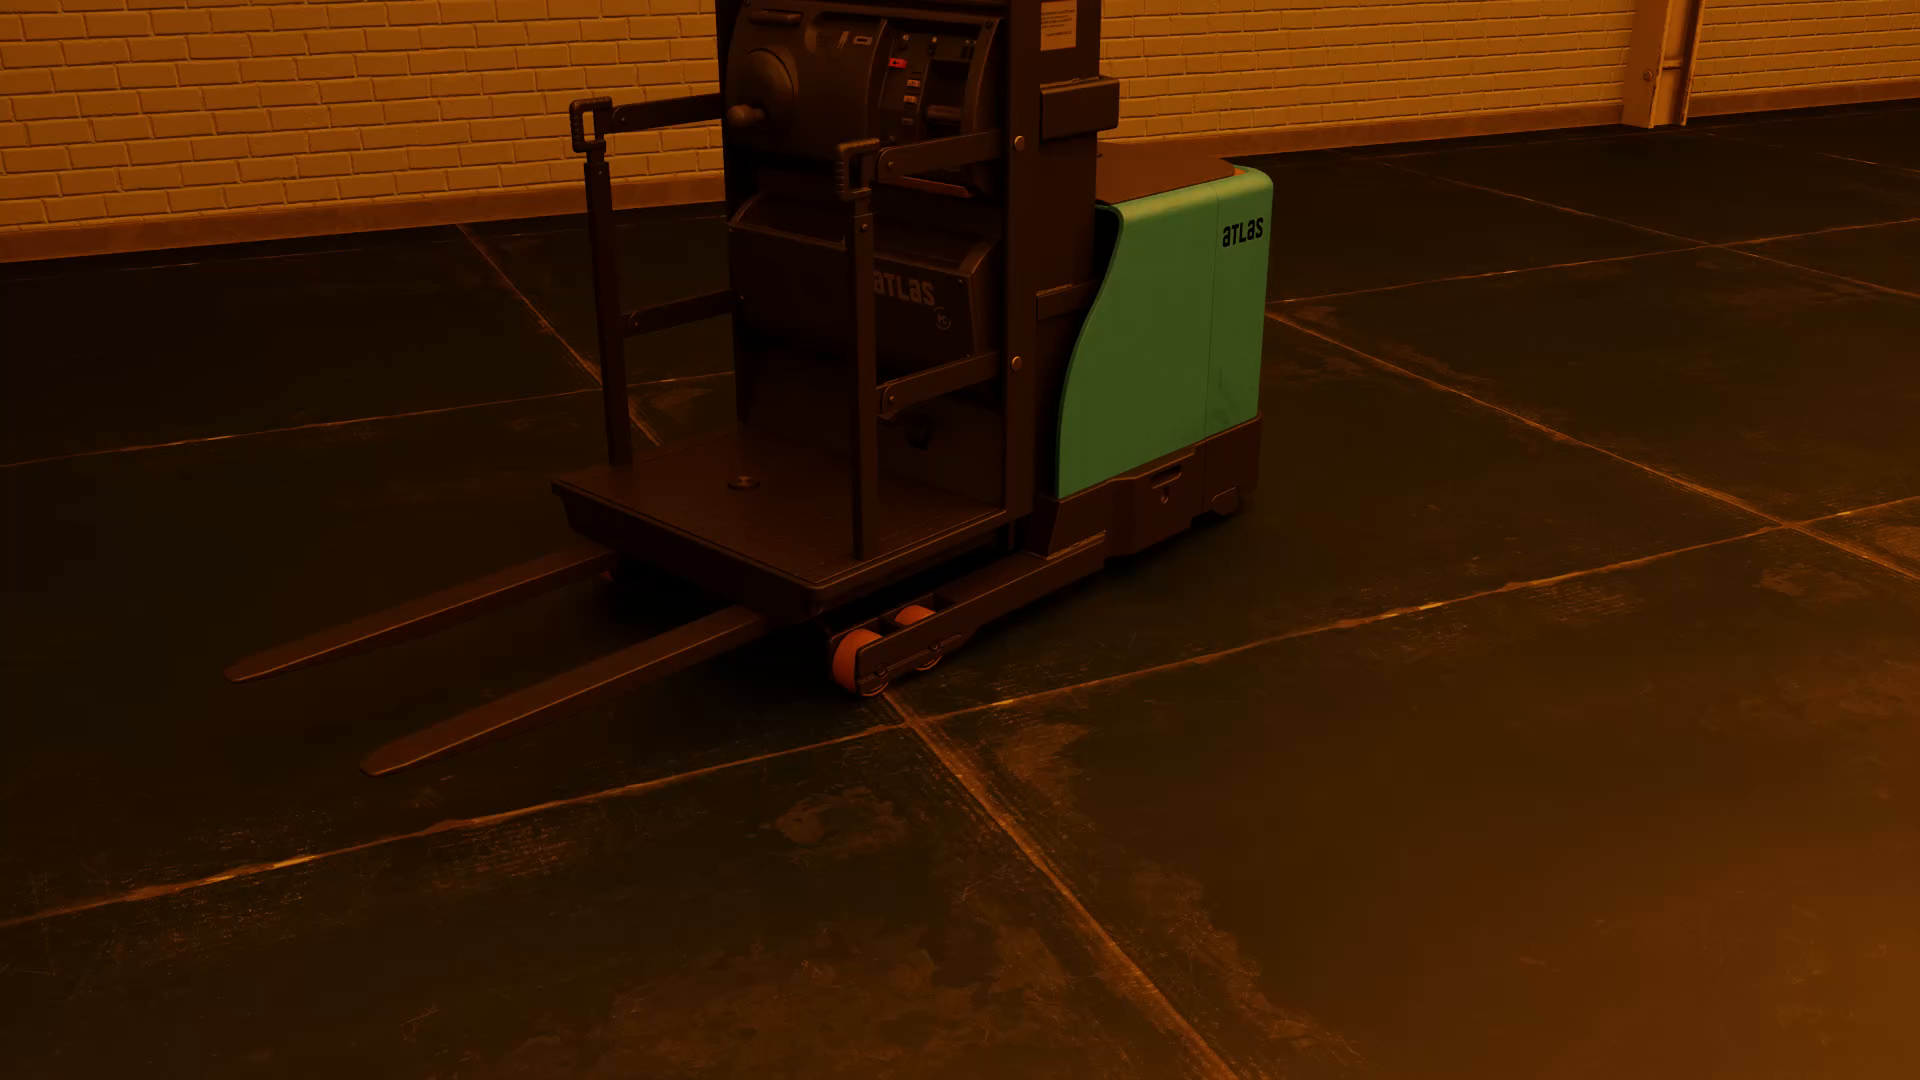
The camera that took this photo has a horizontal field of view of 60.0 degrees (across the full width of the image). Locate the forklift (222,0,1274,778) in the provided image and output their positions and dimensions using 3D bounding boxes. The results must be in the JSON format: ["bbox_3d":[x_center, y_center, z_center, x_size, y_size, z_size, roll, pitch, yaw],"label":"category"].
[{"bbox_3d":[-0.413,-1.182,4.131,1.130,2.935,3.031,19,29,39],"label":"forklift"}]
